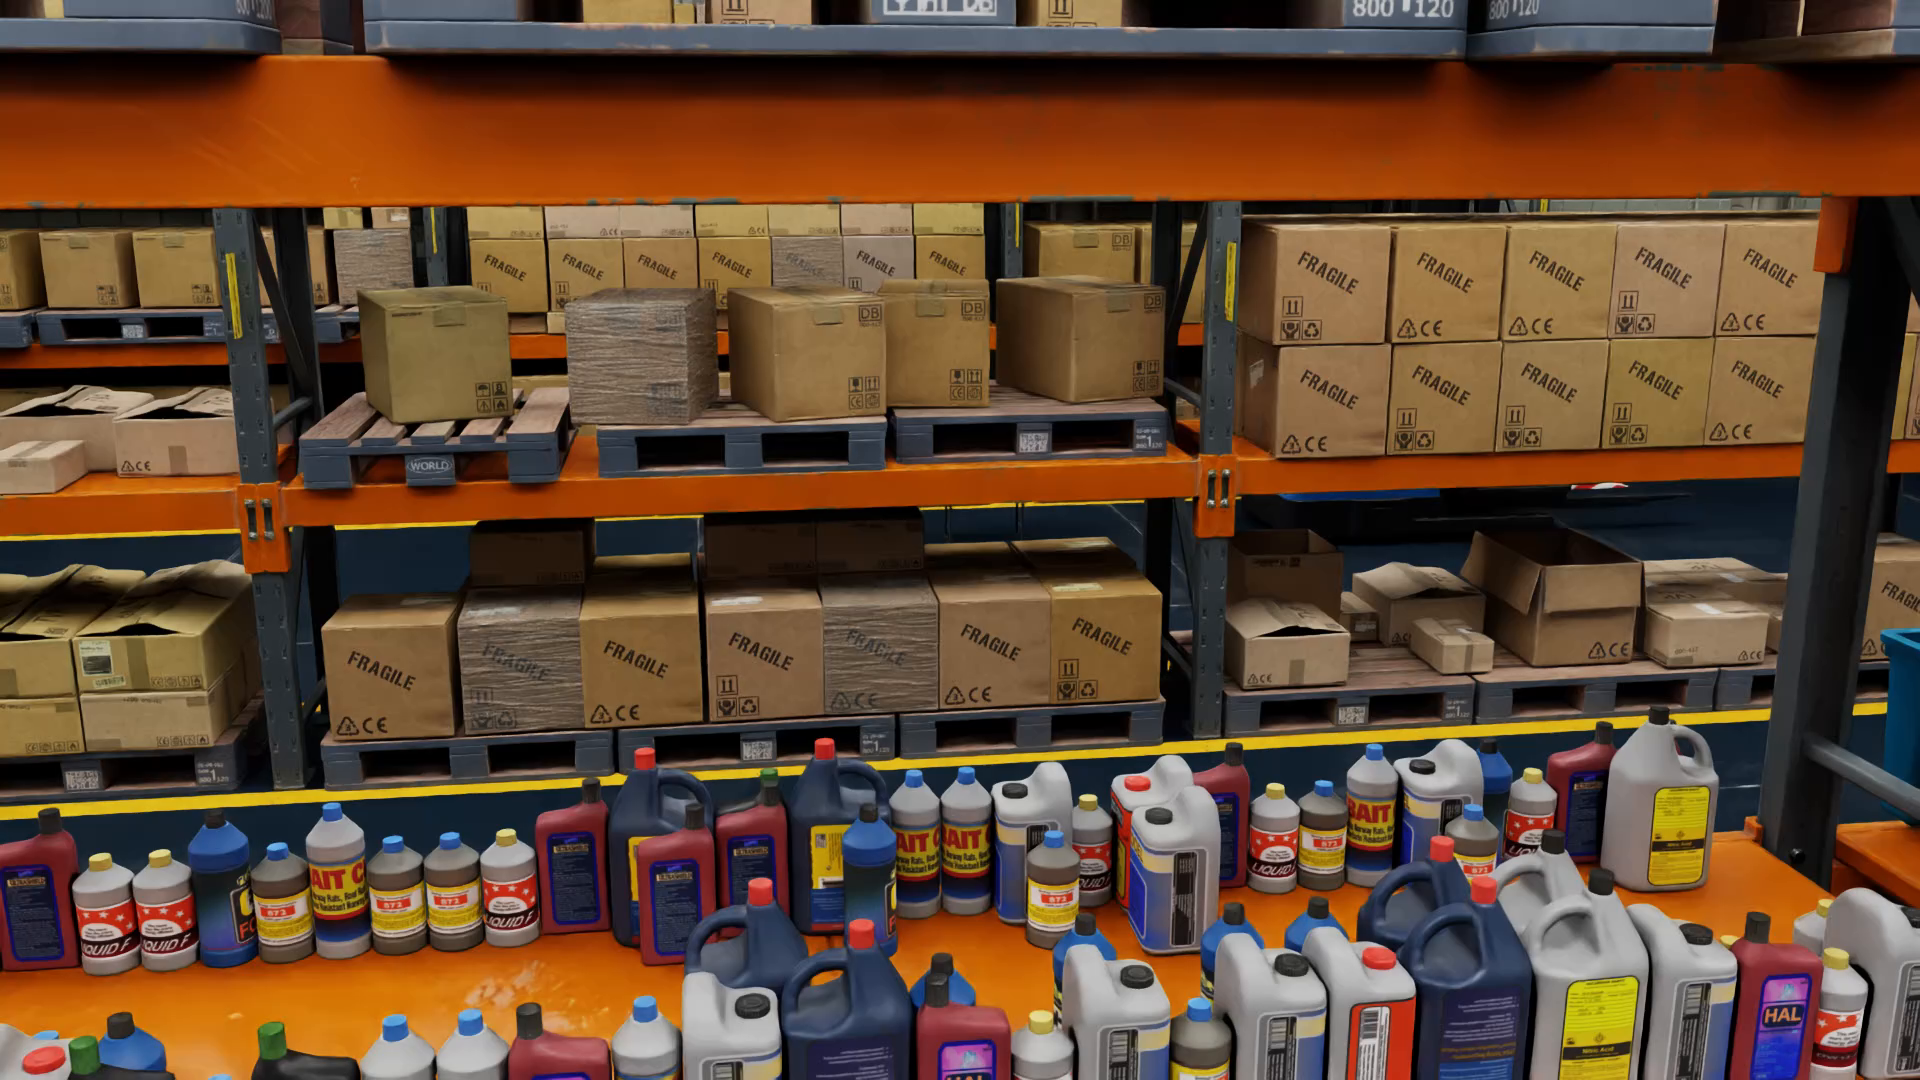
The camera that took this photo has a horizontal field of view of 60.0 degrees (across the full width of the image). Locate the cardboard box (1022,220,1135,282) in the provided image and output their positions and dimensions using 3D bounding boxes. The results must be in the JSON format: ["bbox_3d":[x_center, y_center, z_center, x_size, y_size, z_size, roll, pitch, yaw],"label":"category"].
[{"bbox_3d":[0.853,-2.016,12.476,0.700,0.700,0.980,-2,14,-7],"label":"cardboard box"}]

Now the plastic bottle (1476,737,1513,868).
[{"bbox_3d":[1.024,0.519,3.252,0.097,0.271,0.097,0,14,0],"label":"plastic bottle"}]

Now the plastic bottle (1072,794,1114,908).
[{"bbox_3d":[0.241,0.581,3.146,0.097,0.201,0.097,0,14,0],"label":"plastic bottle"}]

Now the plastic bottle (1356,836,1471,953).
[{"bbox_3d":[0.725,0.637,2.618,0.185,0.351,0.144,-2,14,-8],"label":"plastic bottle"}]

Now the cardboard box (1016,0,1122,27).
[{"bbox_3d":[0.547,-2.418,7.256,0.600,0.600,0.600,-3,14,-14],"label":"cardboard box"}]

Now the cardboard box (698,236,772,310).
[{"bbox_3d":[-1.599,-1.923,11.866,0.500,0.500,0.500,-2,14,-7],"label":"cardboard box"}]

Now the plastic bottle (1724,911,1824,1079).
[{"bbox_3d":[1.226,0.697,2.517,0.133,0.283,0.061,-2,14,-8],"label":"plastic bottle"}]

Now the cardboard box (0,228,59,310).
[{"bbox_3d":[-6.535,-1.855,11.343,0.500,0.500,0.700,-1,14,-3],"label":"cardboard box"}]

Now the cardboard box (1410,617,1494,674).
[{"bbox_3d":[2.357,0.501,7.978,0.250,0.166,0.380,-2,14,-8],"label":"cardboard box"}]

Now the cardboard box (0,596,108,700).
[{"bbox_3d":[-3.894,0.439,6.943,0.500,0.311,0.500,-2,14,-9],"label":"cardboard box"}]

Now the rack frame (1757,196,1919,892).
[{"bbox_3d":[1.790,0.529,2.944,0.053,2.616,0.949,-2,14,-8],"label":"rack frame"}]

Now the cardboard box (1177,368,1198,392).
[{"bbox_3d":[1.677,-1.234,12.920,0.250,0.149,0.380,-3,14,-10],"label":"cardboard box"}]

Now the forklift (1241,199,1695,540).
[{"bbox_3d":[3.577,-1.550,11.379,3.031,2.935,1.130,-2,14,-8],"label":"forklift"}]

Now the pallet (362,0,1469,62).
[{"bbox_3d":[-0.092,-0.741,2.232,1.213,0.211,1.003,-2,14,-8],"label":"pallet"}]

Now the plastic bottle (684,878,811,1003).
[{"bbox_3d":[-0.315,0.673,2.474,0.185,0.351,0.144,-2,14,-8],"label":"plastic bottle"}]

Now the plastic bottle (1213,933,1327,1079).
[{"bbox_3d":[0.455,0.717,2.450,0.135,0.276,0.152,-2,14,-8],"label":"plastic bottle"}]

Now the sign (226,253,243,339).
[{"bbox_3d":[-2.814,-0.946,6.448,0.005,0.325,0.100,-2,14,-8],"label":"sign"}]

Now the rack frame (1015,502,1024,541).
[{"bbox_3d":[0.405,-0.597,11.135,0.015,1.200,0.240,-2,14,-8],"label":"rack frame"}]

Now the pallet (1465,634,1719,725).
[{"bbox_3d":[2.944,0.620,8.316,1.213,0.211,1.003,-2,14,-8],"label":"pallet"}]

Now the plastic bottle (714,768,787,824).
[{"bbox_3d":[-0.384,0.560,3.062,0.133,0.283,0.061,-2,14,-8],"label":"plastic bottle"}]

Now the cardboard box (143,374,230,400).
[{"bbox_3d":[-5.426,-1.010,11.775,0.500,0.250,0.500,-2,14,-9],"label":"cardboard box"}]

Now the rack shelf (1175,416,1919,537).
[{"bbox_3d":[3.033,-0.386,8.075,4.000,0.370,1.077,-2,14,-8],"label":"rack shelf"}]

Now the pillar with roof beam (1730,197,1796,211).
[{"bbox_3d":[7.452,-4.180,9.388,0.400,9.000,9.100,-2,14,-8],"label":"pillar with roof beam"}]

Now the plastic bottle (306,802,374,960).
[{"bbox_3d":[-1.099,0.597,2.941,0.097,0.271,0.097,0,14,0],"label":"plastic bottle"}]

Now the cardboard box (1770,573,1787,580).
[{"bbox_3d":[4.299,0.295,8.801,0.250,0.166,0.380,-2,14,-8],"label":"cardboard box"}]

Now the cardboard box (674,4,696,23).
[{"bbox_3d":[-2.105,-3.506,11.761,0.500,0.500,0.700,-1,14,-5],"label":"cardboard box"}]

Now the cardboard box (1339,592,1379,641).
[{"bbox_3d":[1.939,0.390,8.458,0.250,0.149,0.380,-2,14,-8],"label":"cardboard box"}]

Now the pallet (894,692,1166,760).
[{"bbox_3d":[0.257,0.728,7.884,1.213,0.211,1.003,-2,14,-8],"label":"pallet"}]

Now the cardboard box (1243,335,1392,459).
[{"bbox_3d":[1.600,-0.664,7.499,0.500,0.500,0.500,-2,14,-7],"label":"cardboard box"}]

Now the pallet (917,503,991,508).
[{"bbox_3d":[-0.438,-0.456,12.605,1.213,0.211,1.003,-2,14,-8],"label":"pallet"}]

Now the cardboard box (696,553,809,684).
[{"bbox_3d":[-0.980,0.352,7.888,0.500,0.500,0.500,-3,14,-10],"label":"cardboard box"}]

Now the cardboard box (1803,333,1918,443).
[{"bbox_3d":[4.096,-0.755,7.861,0.500,0.500,0.500,-2,14,-8],"label":"cardboard box"}]

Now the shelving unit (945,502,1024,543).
[{"bbox_3d":[0.164,-0.588,11.100,0.503,1.200,0.258,-2,14,-8],"label":"shelving unit"}]

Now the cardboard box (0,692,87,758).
[{"bbox_3d":[-3.893,0.709,7.016,0.500,0.250,0.500,-2,14,-9],"label":"cardboard box"}]

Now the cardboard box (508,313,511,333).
[{"bbox_3d":[-3.281,-1.553,11.725,0.250,0.149,0.380,-2,14,-9],"label":"cardboard box"}]

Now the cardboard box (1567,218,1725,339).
[{"bbox_3d":[3.093,-1.202,7.588,0.500,0.500,0.500,-2,14,-7],"label":"cardboard box"}]

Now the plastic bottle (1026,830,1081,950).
[{"bbox_3d":[0.167,0.621,2.986,0.097,0.201,0.097,0,14,0],"label":"plastic bottle"}]

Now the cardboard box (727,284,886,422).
[{"bbox_3d":[-0.682,-0.836,7.321,0.500,0.500,0.700,-6,15,-23],"label":"cardboard box"}]

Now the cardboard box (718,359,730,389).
[{"bbox_3d":[-2.028,-0.896,12.183,0.750,0.750,0.750,-2,14,-9],"label":"cardboard box"}]

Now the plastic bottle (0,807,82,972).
[{"bbox_3d":[-1.601,0.605,2.884,0.133,0.283,0.061,-2,14,-8],"label":"plastic bottle"}]

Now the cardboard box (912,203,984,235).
[{"bbox_3d":[-0.110,-2.342,11.995,0.500,0.250,0.500,-2,14,-7],"label":"cardboard box"}]

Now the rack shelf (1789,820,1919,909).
[{"bbox_3d":[3.768,0.805,3.324,4.000,0.370,1.077,-2,14,-8],"label":"rack shelf"}]

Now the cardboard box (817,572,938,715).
[{"bbox_3d":[-0.376,0.457,7.468,0.500,0.500,0.500,-2,14,-8],"label":"cardboard box"}]

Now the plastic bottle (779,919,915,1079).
[{"bbox_3d":[-0.160,0.705,2.347,0.185,0.351,0.144,-2,14,-8],"label":"plastic bottle"}]

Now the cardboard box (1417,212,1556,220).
[{"bbox_3d":[2.522,-1.314,8.036,0.500,0.500,0.500,-2,14,-8],"label":"cardboard box"}]

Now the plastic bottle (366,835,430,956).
[{"bbox_3d":[-1.003,0.627,2.964,0.097,0.201,0.097,0,14,0],"label":"plastic bottle"}]

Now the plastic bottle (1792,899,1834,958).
[{"bbox_3d":[1.411,0.688,2.721,0.097,0.201,0.097,0,14,0],"label":"plastic bottle"}]

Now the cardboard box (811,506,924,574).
[{"bbox_3d":[-0.448,-0.032,7.877,0.500,0.250,0.500,-2,14,-8],"label":"cardboard box"}]

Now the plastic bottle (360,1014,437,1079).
[{"bbox_3d":[-0.753,0.771,2.247,0.097,0.271,0.097,0,14,0],"label":"plastic bottle"}]
